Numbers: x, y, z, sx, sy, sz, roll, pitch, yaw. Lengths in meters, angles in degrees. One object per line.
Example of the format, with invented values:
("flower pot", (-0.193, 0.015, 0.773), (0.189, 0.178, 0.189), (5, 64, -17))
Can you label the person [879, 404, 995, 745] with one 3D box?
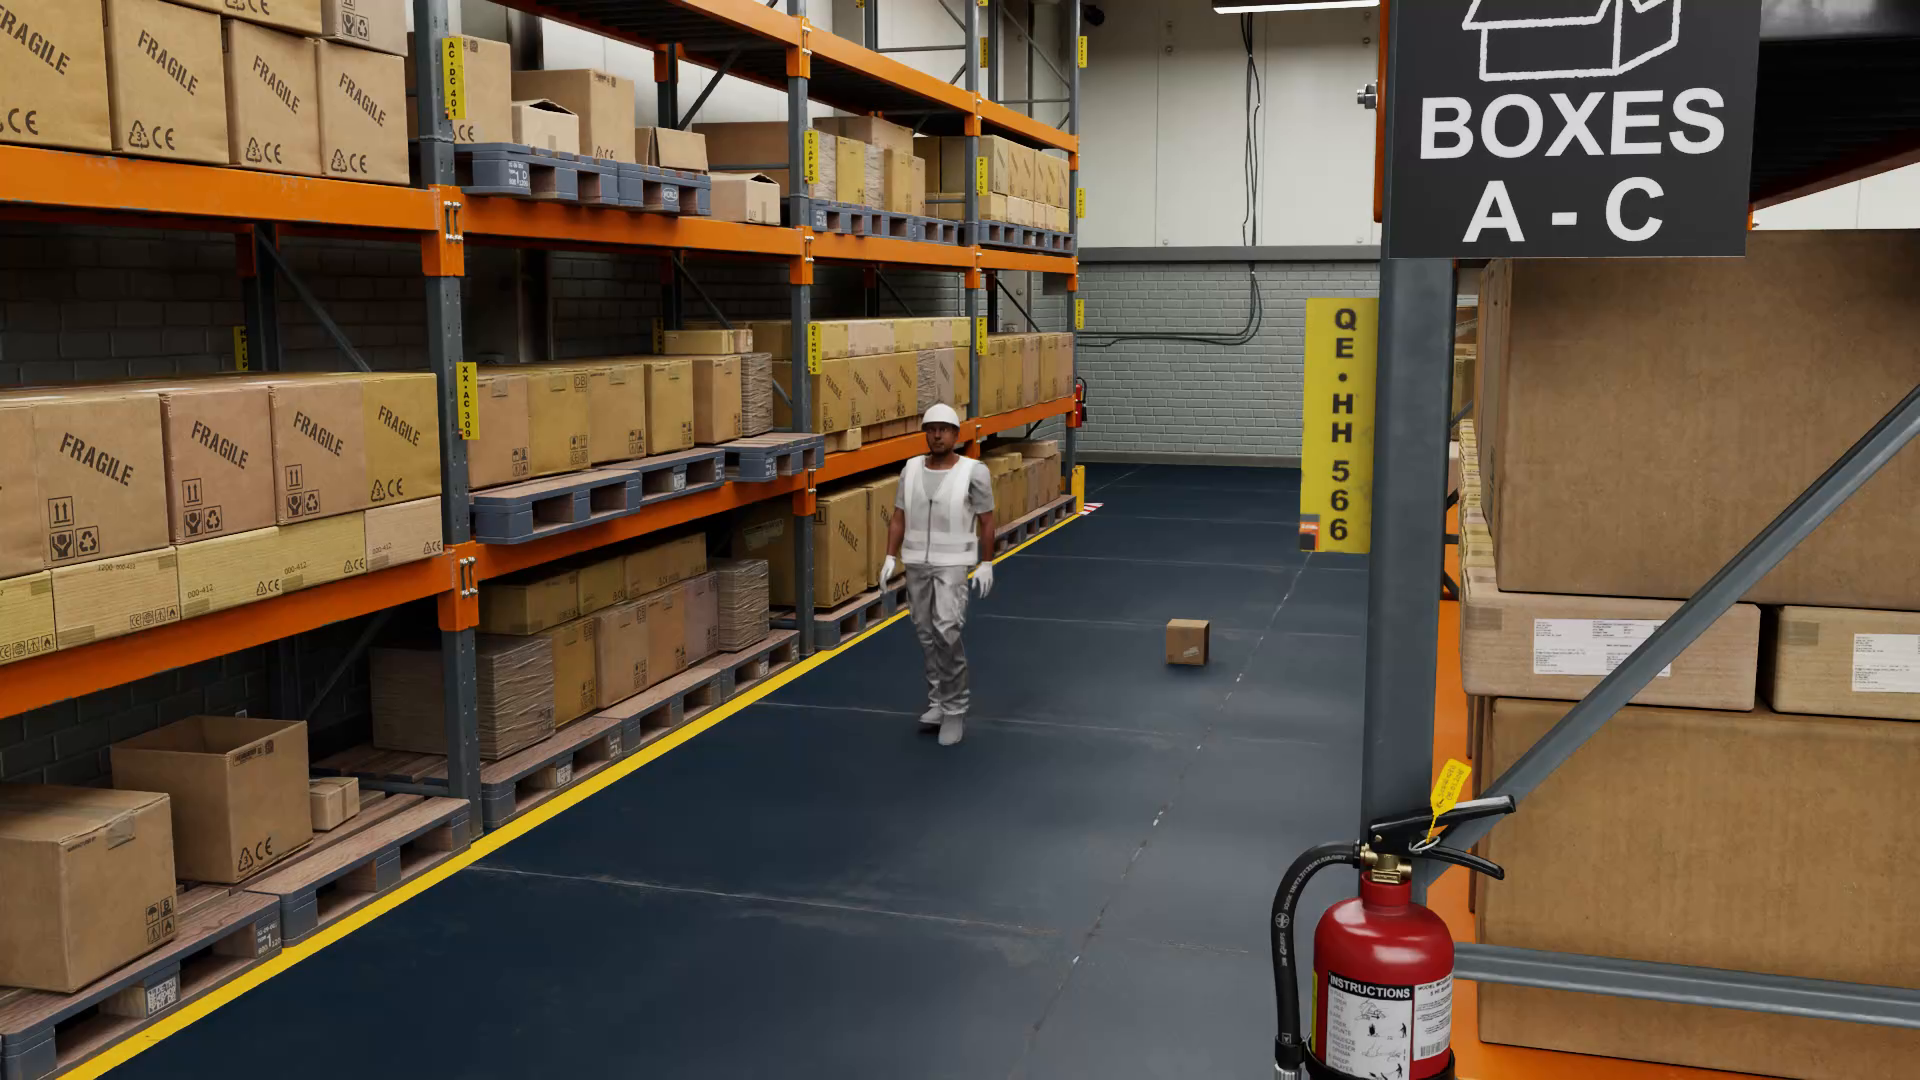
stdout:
("person", (-0.132, 0.184, 9.031), (0.553, 1.839, 0.490), (4, 9, 24))
